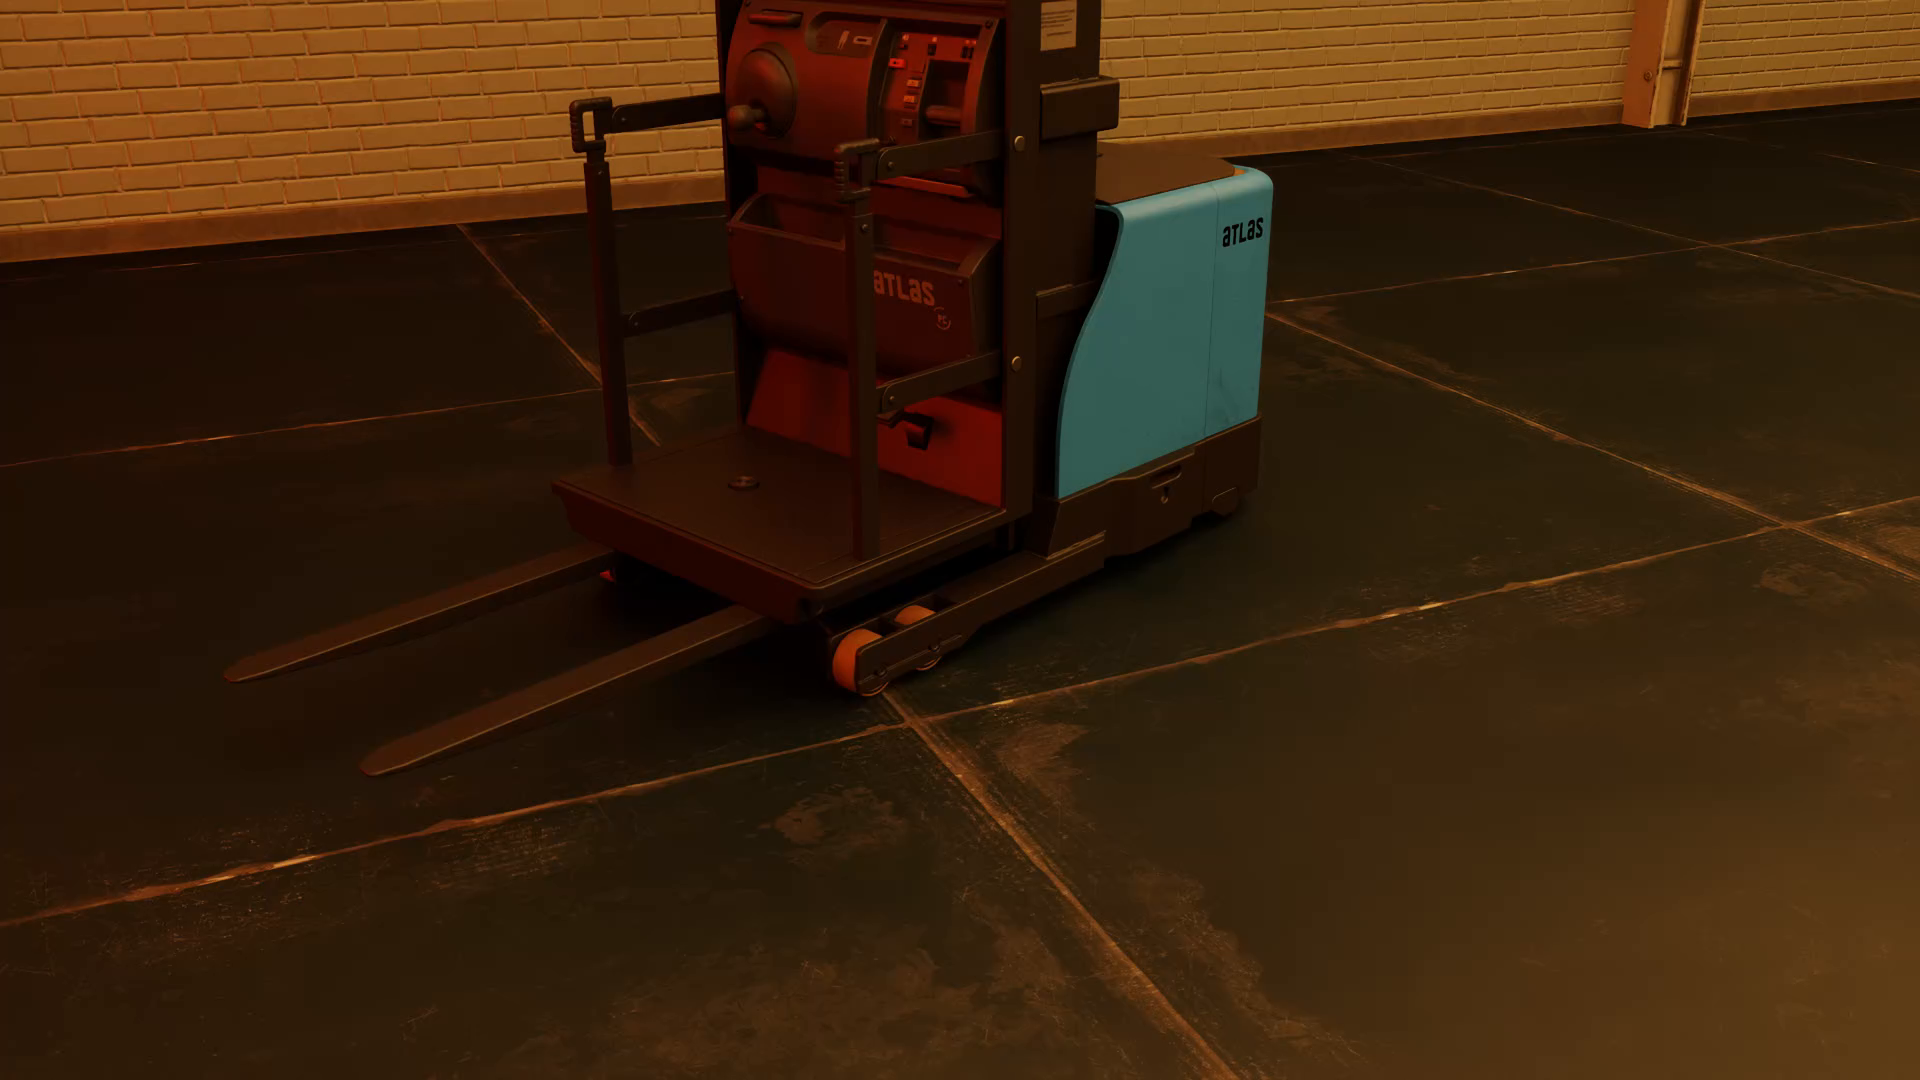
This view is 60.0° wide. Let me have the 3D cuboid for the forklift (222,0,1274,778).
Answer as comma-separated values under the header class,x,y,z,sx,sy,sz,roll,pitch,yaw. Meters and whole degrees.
class,x,y,z,sx,sy,sz,roll,pitch,yaw
forklift,-0.413,-1.182,4.131,1.130,2.935,3.031,19,29,39
